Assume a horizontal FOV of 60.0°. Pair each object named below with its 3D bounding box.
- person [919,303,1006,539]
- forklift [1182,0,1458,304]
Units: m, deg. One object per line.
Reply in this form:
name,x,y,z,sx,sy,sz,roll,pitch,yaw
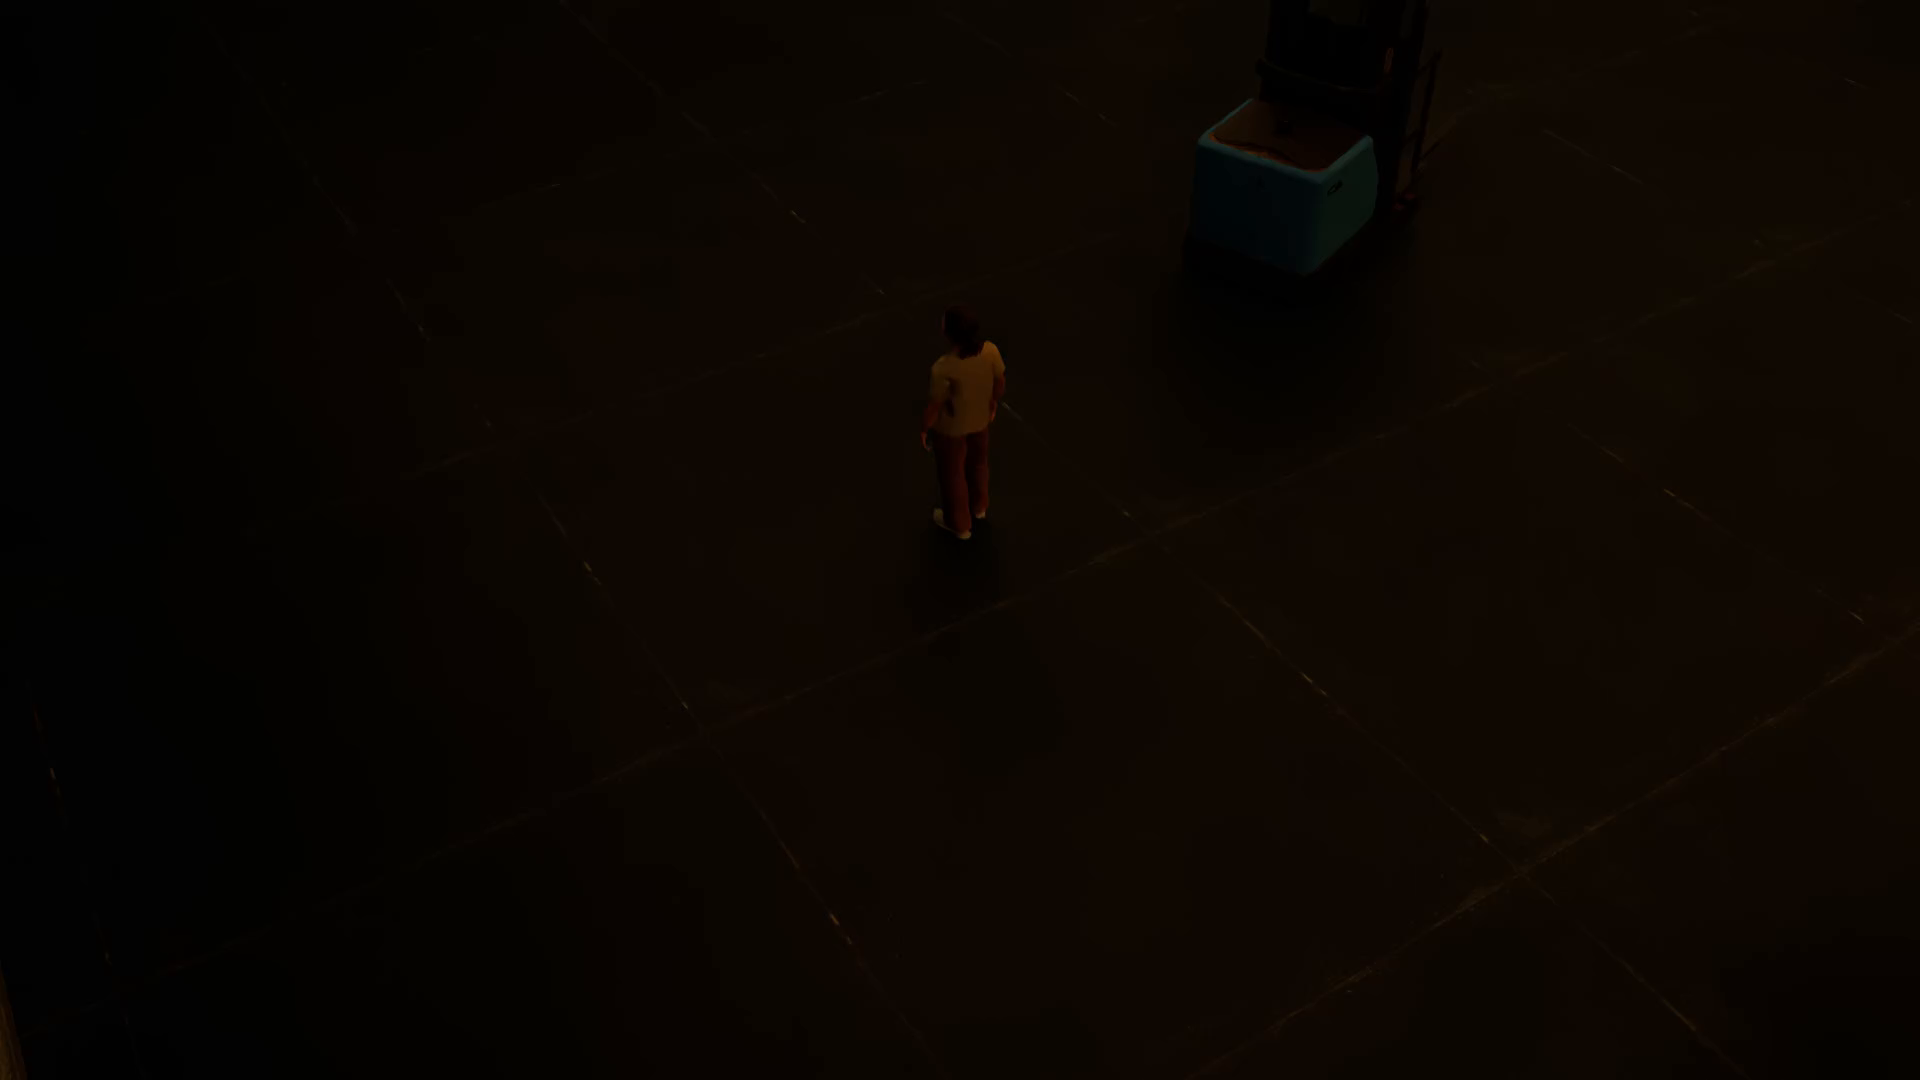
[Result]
person,-0.034,-0.709,9.577,0.554,1.657,0.533,-23,46,-24
forklift,2.936,-3.720,12.128,1.130,2.935,3.031,26,47,27
